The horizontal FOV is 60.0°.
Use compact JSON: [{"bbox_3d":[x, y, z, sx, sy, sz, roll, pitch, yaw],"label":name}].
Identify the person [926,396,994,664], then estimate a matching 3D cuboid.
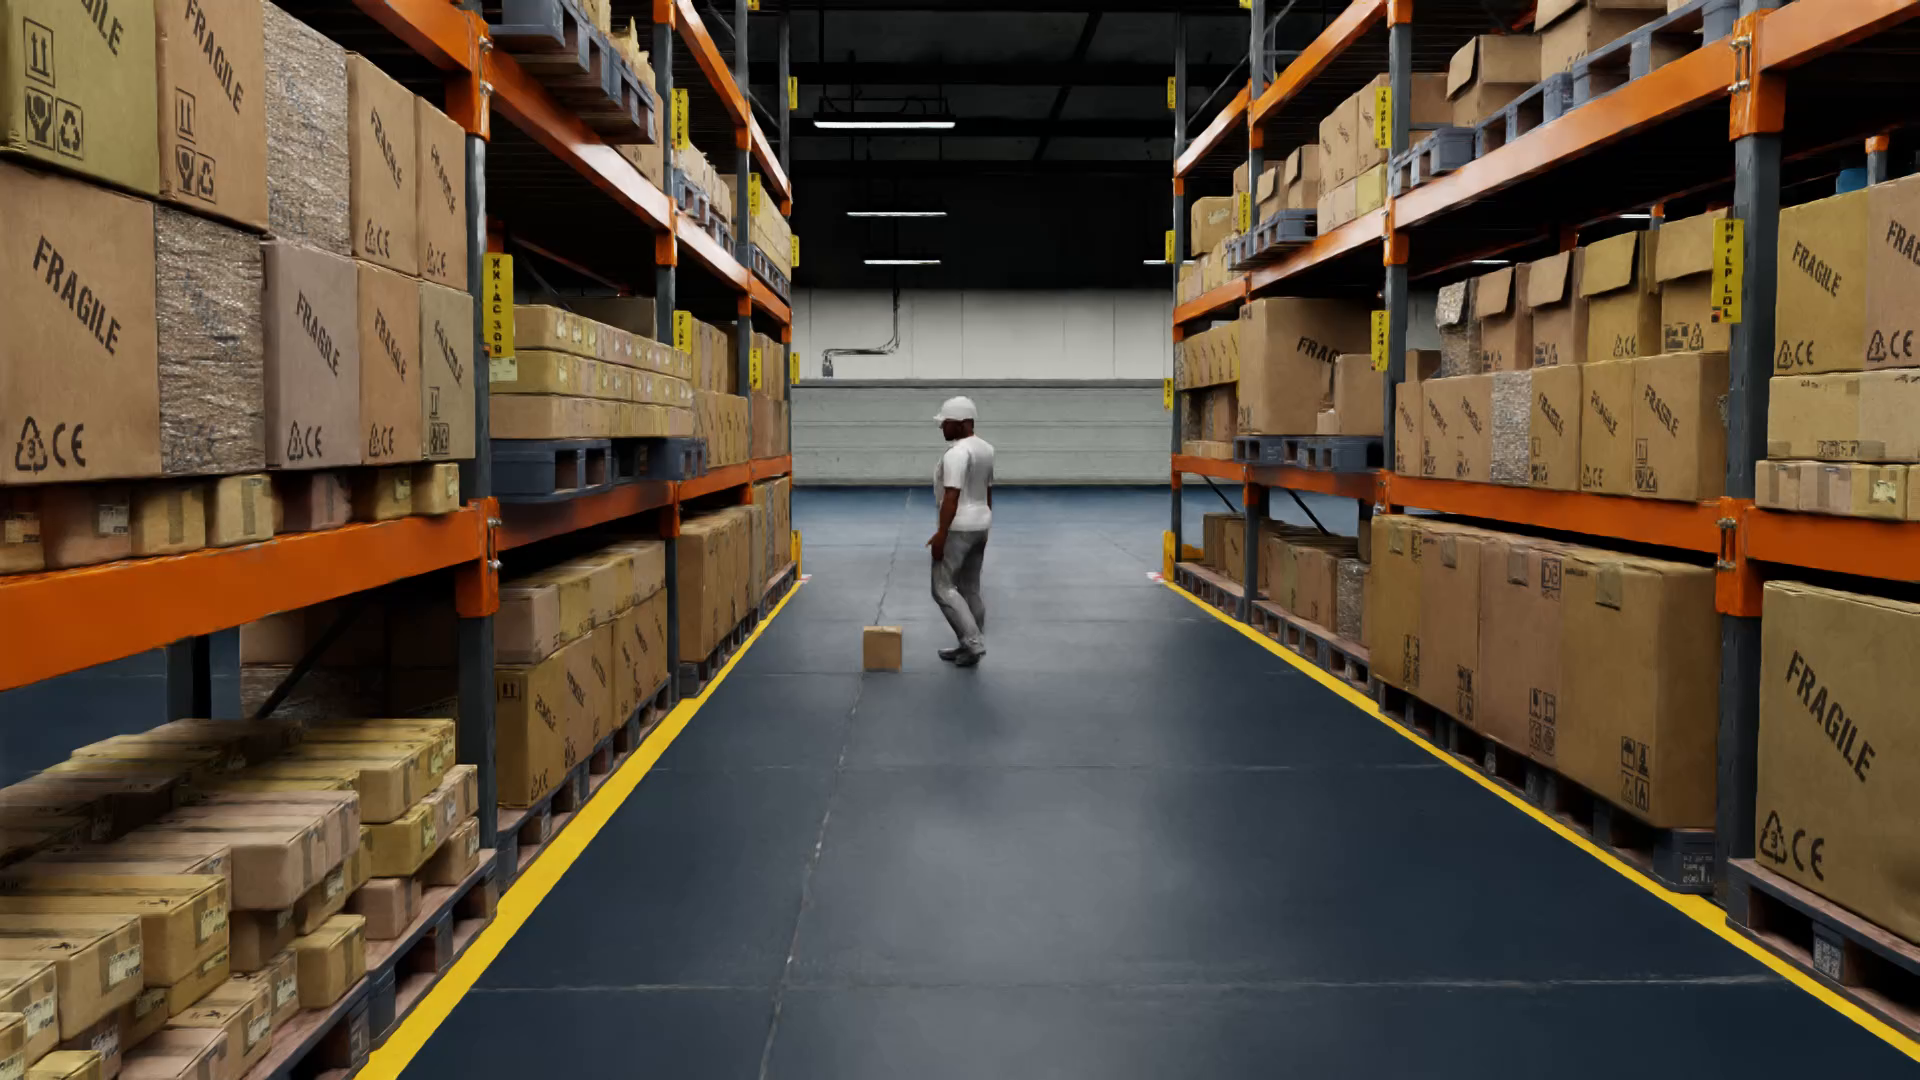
[{"bbox_3d":[0.020,-0.061,10.997,0.523,1.770,0.627,2,4,28],"label":"person"}]
